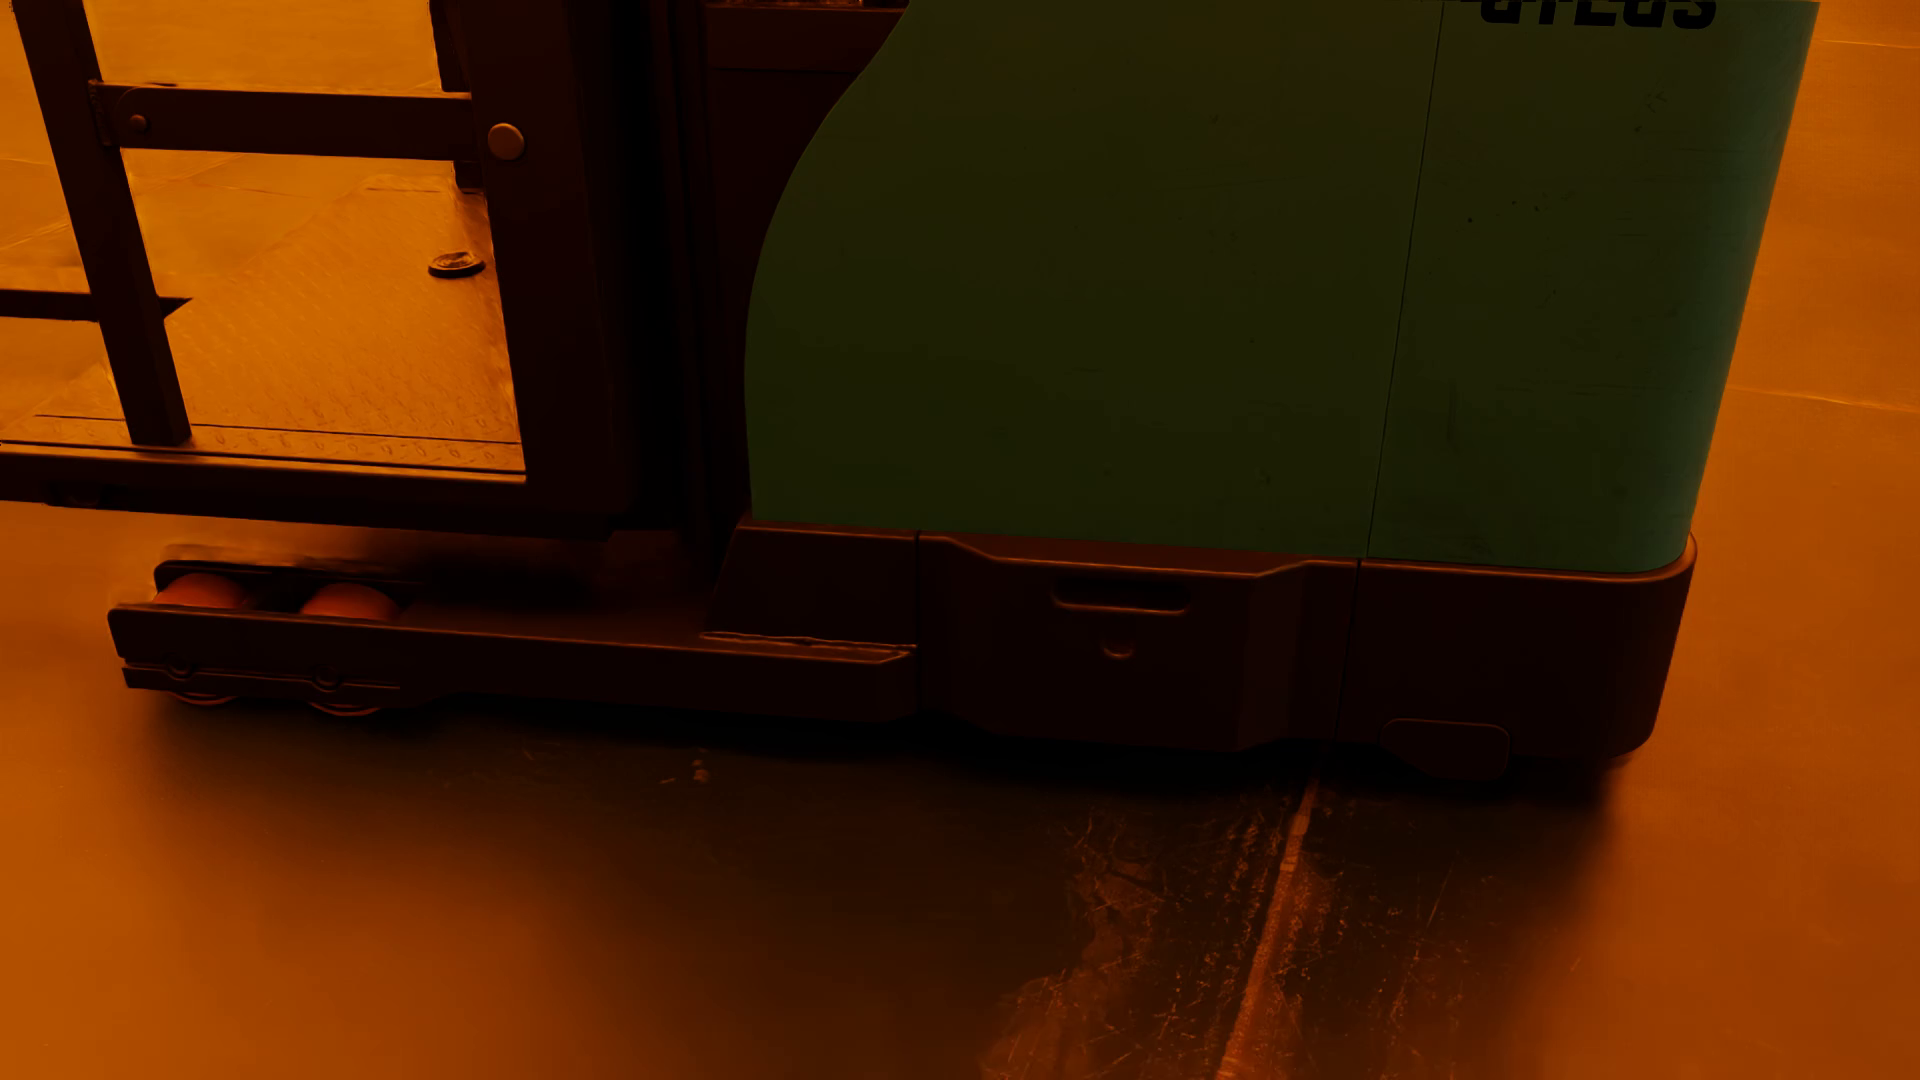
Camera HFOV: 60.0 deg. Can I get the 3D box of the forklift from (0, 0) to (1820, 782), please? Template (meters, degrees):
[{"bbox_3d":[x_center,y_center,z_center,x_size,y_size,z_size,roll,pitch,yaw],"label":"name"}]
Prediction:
[{"bbox_3d":[-0.623,-1.305,1.831,3.031,2.935,1.130,4,30,6],"label":"forklift"}]
